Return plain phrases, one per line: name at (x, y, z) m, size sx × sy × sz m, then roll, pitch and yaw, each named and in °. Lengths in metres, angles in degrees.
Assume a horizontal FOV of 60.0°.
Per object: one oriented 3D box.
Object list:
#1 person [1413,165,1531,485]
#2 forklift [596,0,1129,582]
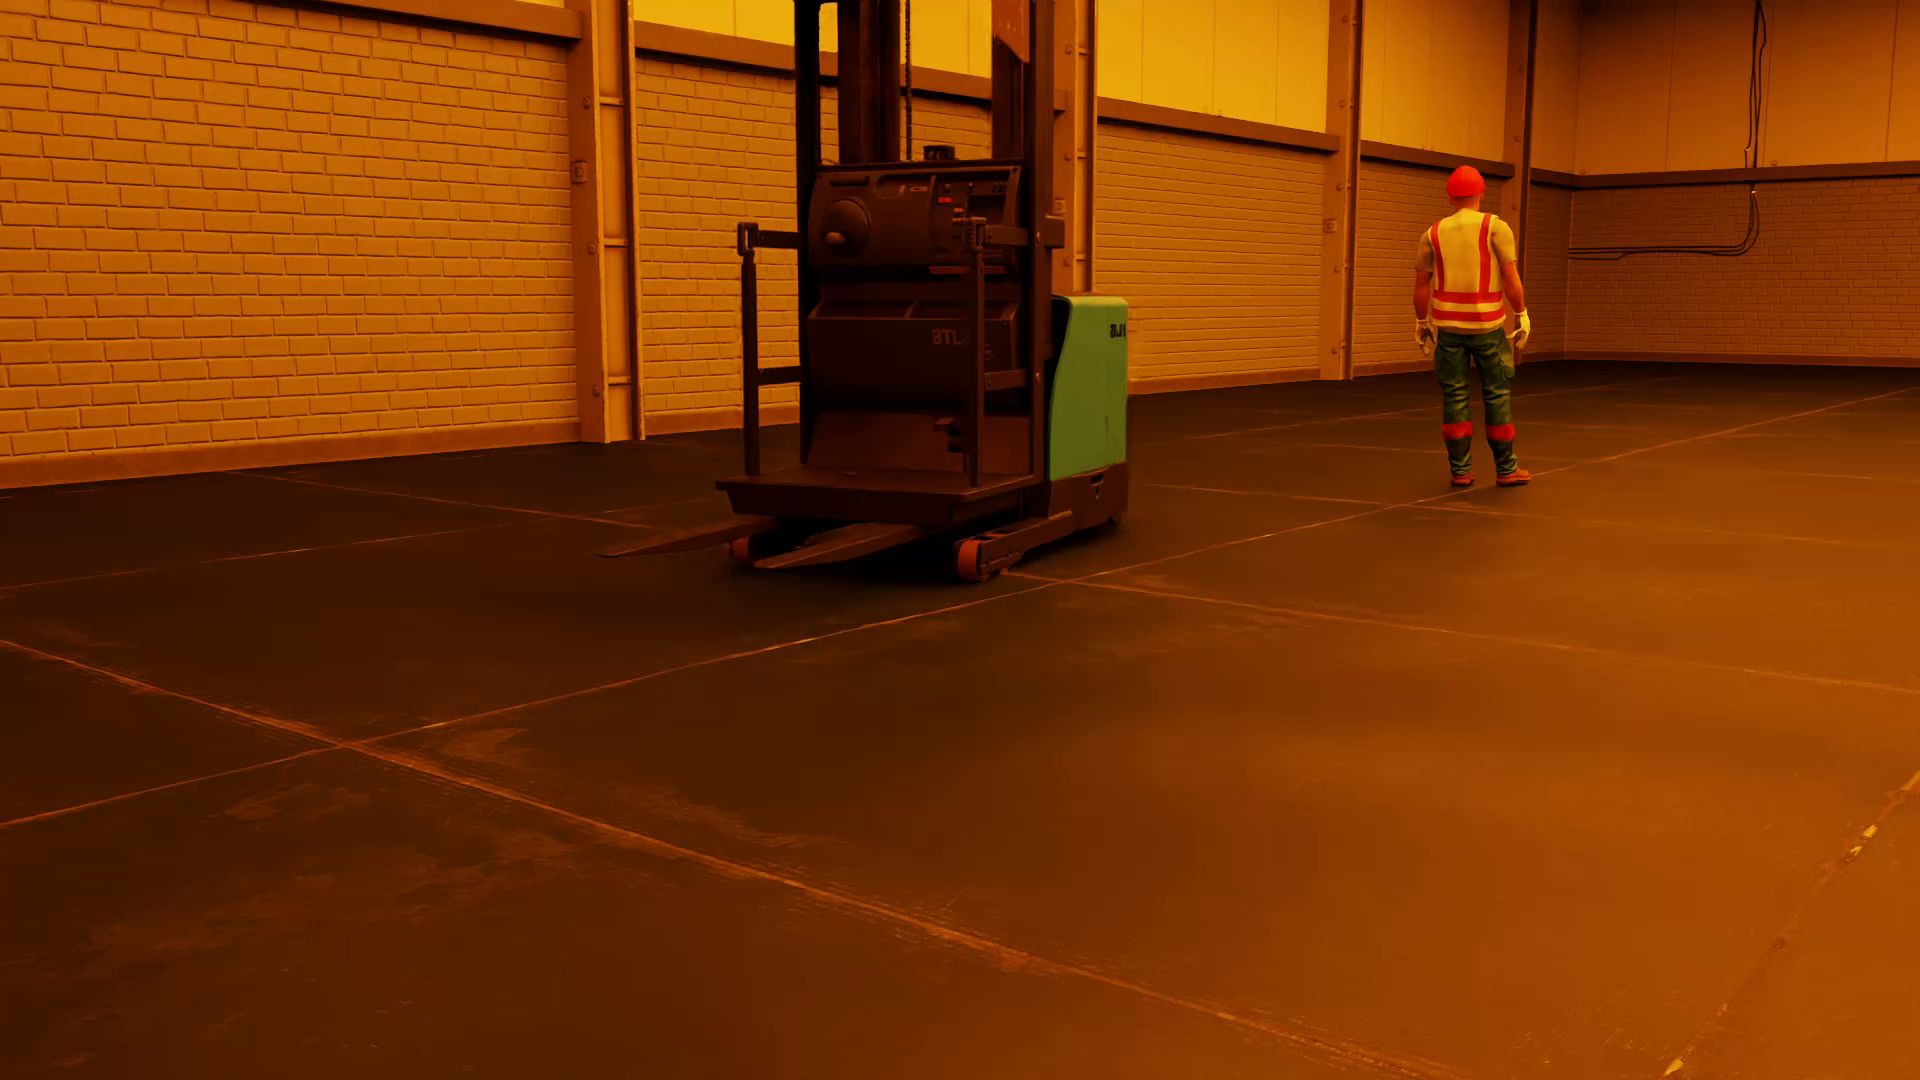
person at (2.930, -1.214, 9.476) m, size 0.637 × 1.790 × 0.562 m, roll 5°, pitch 10°, yaw 32°
forklift at (-0.278, -1.360, 6.575) m, size 1.130 × 2.935 × 3.031 m, roll 4°, pitch 9°, yaw 24°
